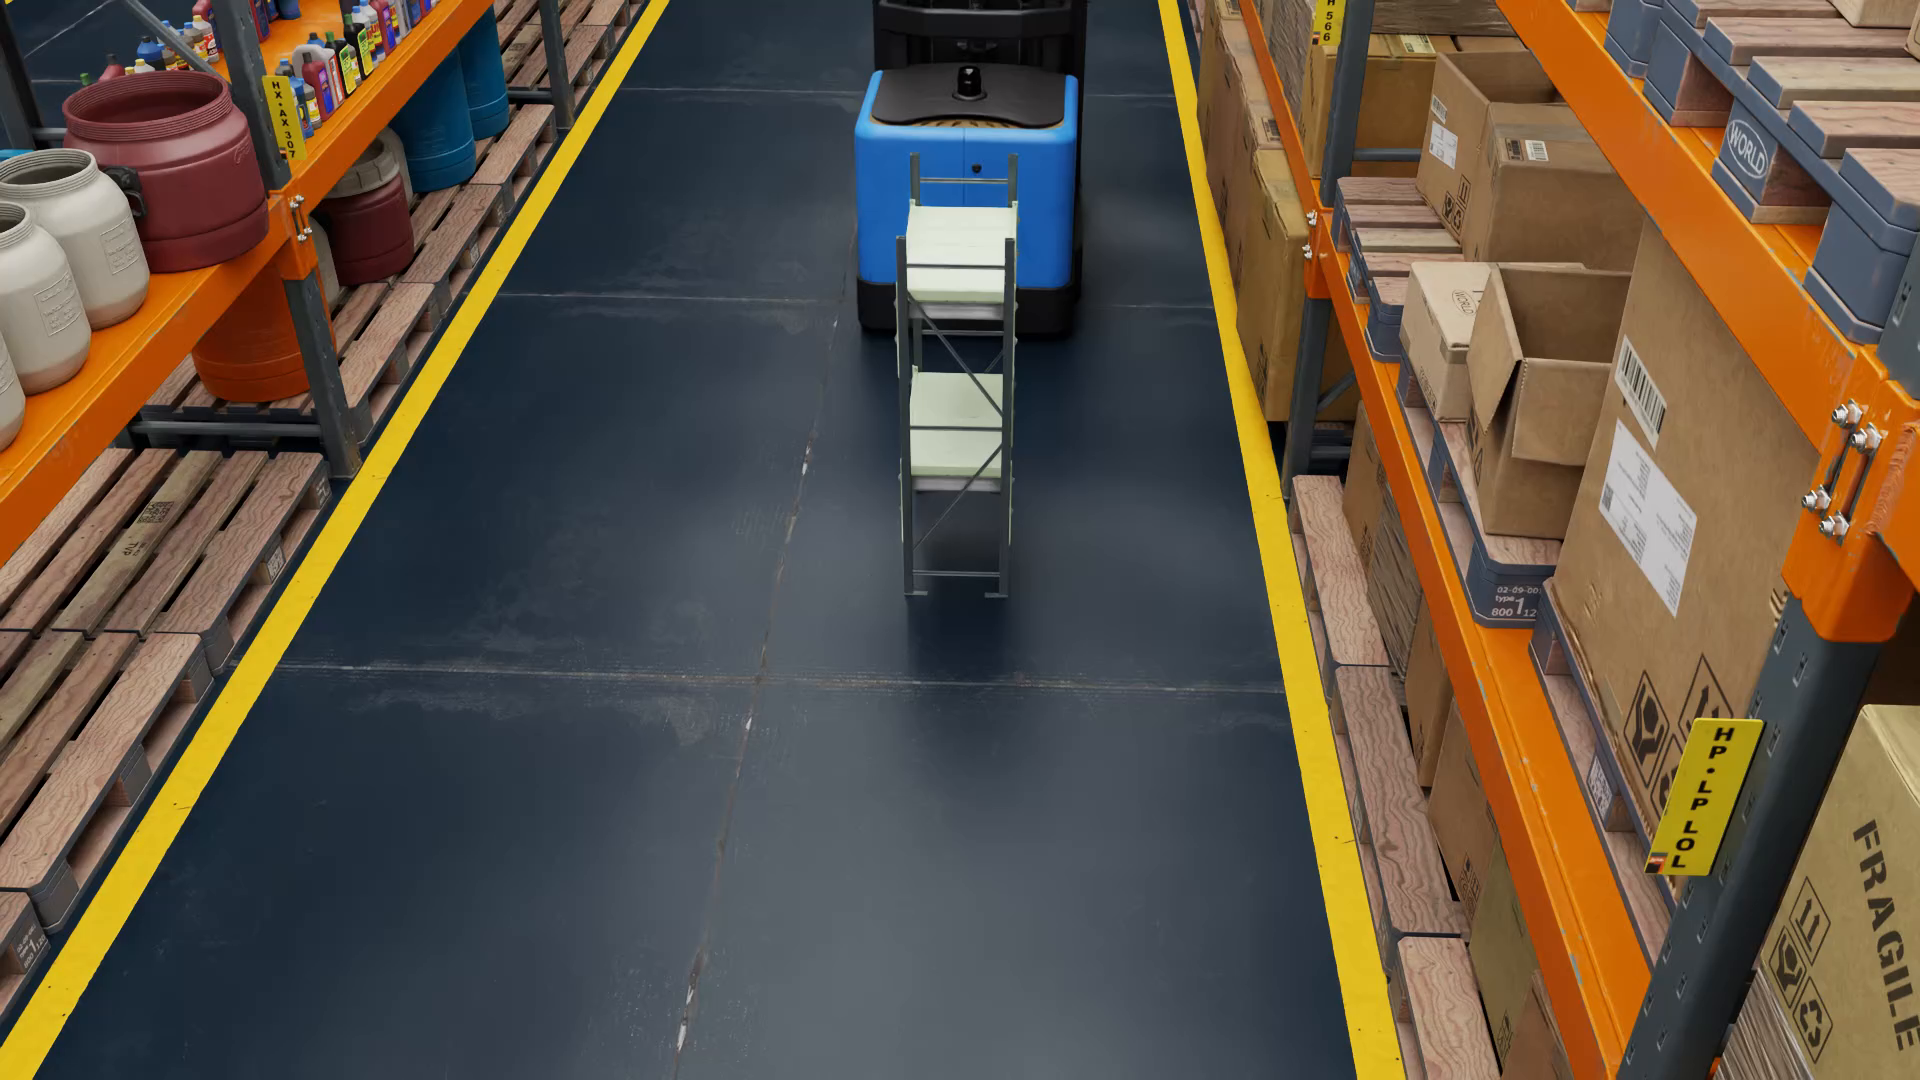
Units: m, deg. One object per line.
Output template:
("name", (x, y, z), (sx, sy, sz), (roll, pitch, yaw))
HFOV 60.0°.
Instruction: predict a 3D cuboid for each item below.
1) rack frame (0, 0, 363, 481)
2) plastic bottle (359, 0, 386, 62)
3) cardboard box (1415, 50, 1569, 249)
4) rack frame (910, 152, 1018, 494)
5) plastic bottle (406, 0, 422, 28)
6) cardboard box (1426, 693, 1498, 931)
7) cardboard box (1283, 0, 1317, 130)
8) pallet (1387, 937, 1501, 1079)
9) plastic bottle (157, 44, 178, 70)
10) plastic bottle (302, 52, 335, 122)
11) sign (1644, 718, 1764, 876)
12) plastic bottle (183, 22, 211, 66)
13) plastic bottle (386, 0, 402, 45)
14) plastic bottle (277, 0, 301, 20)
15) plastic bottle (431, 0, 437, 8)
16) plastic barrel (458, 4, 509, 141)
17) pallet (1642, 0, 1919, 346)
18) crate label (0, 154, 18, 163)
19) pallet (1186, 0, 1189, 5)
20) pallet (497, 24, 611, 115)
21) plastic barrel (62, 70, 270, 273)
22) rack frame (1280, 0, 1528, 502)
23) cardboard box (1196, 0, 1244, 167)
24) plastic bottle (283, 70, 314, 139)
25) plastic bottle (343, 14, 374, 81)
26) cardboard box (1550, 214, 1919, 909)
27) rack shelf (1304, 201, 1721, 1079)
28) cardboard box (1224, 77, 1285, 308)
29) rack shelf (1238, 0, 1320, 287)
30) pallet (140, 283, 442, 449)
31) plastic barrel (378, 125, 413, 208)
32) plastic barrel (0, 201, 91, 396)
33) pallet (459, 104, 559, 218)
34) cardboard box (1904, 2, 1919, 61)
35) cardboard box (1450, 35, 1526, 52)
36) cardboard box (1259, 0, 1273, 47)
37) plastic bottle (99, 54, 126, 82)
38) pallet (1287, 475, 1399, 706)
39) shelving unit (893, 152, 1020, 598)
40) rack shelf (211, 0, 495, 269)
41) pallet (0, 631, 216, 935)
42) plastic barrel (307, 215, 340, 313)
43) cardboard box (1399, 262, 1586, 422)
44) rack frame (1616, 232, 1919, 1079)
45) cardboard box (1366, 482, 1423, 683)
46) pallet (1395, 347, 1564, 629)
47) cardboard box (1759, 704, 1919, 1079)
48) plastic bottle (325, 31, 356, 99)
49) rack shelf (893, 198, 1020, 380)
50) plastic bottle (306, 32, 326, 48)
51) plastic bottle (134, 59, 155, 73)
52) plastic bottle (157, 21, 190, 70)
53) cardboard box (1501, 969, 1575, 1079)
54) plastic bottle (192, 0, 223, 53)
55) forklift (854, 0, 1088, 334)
("rack frame", (-3.090, -1.528, 6.315), (1.000, 3.000, 0.127), (1, 35, 2))
("plastic bottle", (-2.680, -2.313, 7.545), (0.097, 0.271, 0.097), (0, 35, 0))
("cardboard box", (1.877, -1.315, 5.560), (0.500, 0.500, 0.500), (-3, 35, -4))
("rack frame", (0.014, -0.820, 6.613), (0.400, 1.500, 0.023), (1, 35, 2))
("plastic bottle", (-2.684, -2.637, 7.936), (0.144, 0.351, 0.185), (1, 35, 2))
("cardboard box", (1.805, 0.780, 4.822), (0.700, 0.500, 0.500), (-2, 35, -2))
("cardboard box", (1.657, -2.030, 6.942), (0.500, 0.500, 0.500), (1, 35, 1))
("pallet", (1.728, 1.578, 4.321), (1.003, 0.211, 1.213), (1, 35, 2))
("plastic bottle", (-3.456, -2.055, 7.238), (0.097, 0.201, 0.097), (0, 35, 0))
("plastic bottle", (-2.691, -1.909, 6.959), (0.061, 0.283, 0.133), (1, 35, 2))
("sign", (1.144, 0.400, 2.565), (0.100, 0.325, 0.005), (1, 35, 2))
("plastic bottle", (-3.444, -2.223, 7.477), (0.097, 0.201, 0.097), (0, 35, 0))
("plastic bottle", (-2.671, -2.446, 7.733), (0.097, 0.271, 0.097), (0, 35, 0))
("plastic bottle", (-3.271, -2.670, 8.052), (0.097, 0.271, 0.097), (0, 35, 0))
("plastic bottle", (-2.649, -2.733, 8.203), (0.097, 0.201, 0.097), (0, 35, 0))
("plastic barrel", (-2.968, -2.827, 9.623), (0.600, 0.901, 0.708), (1, 35, 2))
("pallet", (1.830, -0.618, 2.575), (1.213, 0.211, 1.003), (1, 35, 2))
("crate label", (-3.400, -0.978, 5.502), (0.502, 0.435, 0.616), (1, 35, 2))
("pallet", (2.226, -4.407, 12.838), (1.003, 0.211, 1.213), (1, 35, 2))
("pallet", (-2.939, -3.108, 10.989), (1.003, 0.211, 1.213), (1, 35, 2))
("plastic barrel", (-2.806, -1.310, 5.887), (0.600, 0.536, 0.708), (1, 35, 2))
("rack frame", (1.859, -1.413, 6.152), (1.000, 3.000, 0.127), (1, 35, 2))
("cardboard box", (2.014, -2.646, 9.389), (1.225, 0.875, 0.875), (1, 35, 2))
("plastic bottle", (-2.718, -1.782, 6.789), (0.097, 0.271, 0.097), (0, 35, 0))
("plastic bottle", (-2.671, -2.195, 7.367), (0.061, 0.283, 0.133), (1, 35, 2))
("cardboard box", (1.870, 0.014, 3.234), (1.000, 1.000, 1.000), (2, 35, 2))
("rack shelf", (1.779, 0.030, 4.724), (1.077, 0.370, 4.000), (1, 35, 2))
("cardboard box", (1.951, -1.624, 7.934), (1.225, 0.875, 0.875), (1, 35, 2))
("rack shelf", (1.939, -2.268, 7.994), (1.077, 0.370, 4.000), (1, 35, 2))
("pallet", (-3.100, -0.841, 7.763), (1.003, 0.211, 1.213), (1, 35, 2))
("plastic barrel", (-3.109, -1.938, 8.698), (0.421, 0.512, 0.421), (0, 35, 0))
("plastic barrel", (-2.935, -0.735, 5.091), (0.421, 0.512, 0.421), (0, 35, 0))
("pallet", (-3.002, -2.243, 9.757), (1.003, 0.211, 1.213), (1, 35, 2))
("cardboard box", (1.816, -0.824, 2.250), (0.797, 0.503, 0.637), (0, 35, 0))
("cardboard box", (2.150, -1.727, 6.512), (0.500, 0.500, 0.500), (2, 35, 3))
("cardboard box", (1.696, -2.620, 7.783), (0.500, 0.500, 0.500), (2, 35, 3))
("plastic bottle", (-3.491, -1.855, 6.882), (0.061, 0.283, 0.133), (1, 35, 2))
("pallet", (1.826, 0.177, 6.315), (1.003, 0.211, 1.213), (1, 35, 2))
("shelving unit", (0.000, -0.610, 6.313), (0.431, 1.500, 0.755), (1, 35, 2))
("rack shelf", (-3.010, -2.382, 8.157), (1.077, 0.370, 4.000), (1, 35, 2))
("pallet", (-3.212, 0.756, 5.490), (1.003, 0.211, 1.213), (1, 35, 2))
("plastic barrel", (-3.154, -1.290, 7.775), (0.421, 0.512, 0.421), (0, 35, 0))
("cardboard box", (1.562, -0.566, 4.712), (0.500, 0.250, 0.500), (0, 35, 1))
("rack frame", (1.698, 0.885, 2.882), (1.000, 3.000, 0.127), (1, 35, 2))
("cardboard box", (1.843, 0.134, 5.742), (0.700, 0.500, 0.500), (-1, 35, -2))
("pallet", (1.820, -0.197, 4.588), (1.003, 0.211, 1.213), (1, 35, 2))
("cardboard box", (1.426, 0.566, 2.121), (0.500, 0.500, 0.500), (1, 35, 2))
("plastic bottle", (-2.680, -2.063, 7.178), (0.061, 0.283, 0.133), (1, 35, 2))
("rack shelf", (0.000, -0.929, 6.089), (0.431, 0.370, 0.720), (1, 35, 2))
("plastic bottle", (-2.760, -2.049, 7.169), (0.097, 0.271, 0.097), (0, 35, 0))
("plastic bottle", (-3.464, -1.943, 7.079), (0.097, 0.201, 0.097), (0, 35, 0))
("plastic bottle", (-3.452, -2.139, 7.297), (0.097, 0.271, 0.097), (0, 35, 0))
("cardboard box", (1.744, 1.375, 3.976), (0.700, 0.500, 0.500), (-1, 35, -2))
("plastic bottle", (-3.454, -2.379, 7.628), (0.061, 0.283, 0.133), (1, 35, 2))
("forklift", (0.119, -3.022, 8.501), (1.130, 2.935, 3.031), (2, 35, 3))
